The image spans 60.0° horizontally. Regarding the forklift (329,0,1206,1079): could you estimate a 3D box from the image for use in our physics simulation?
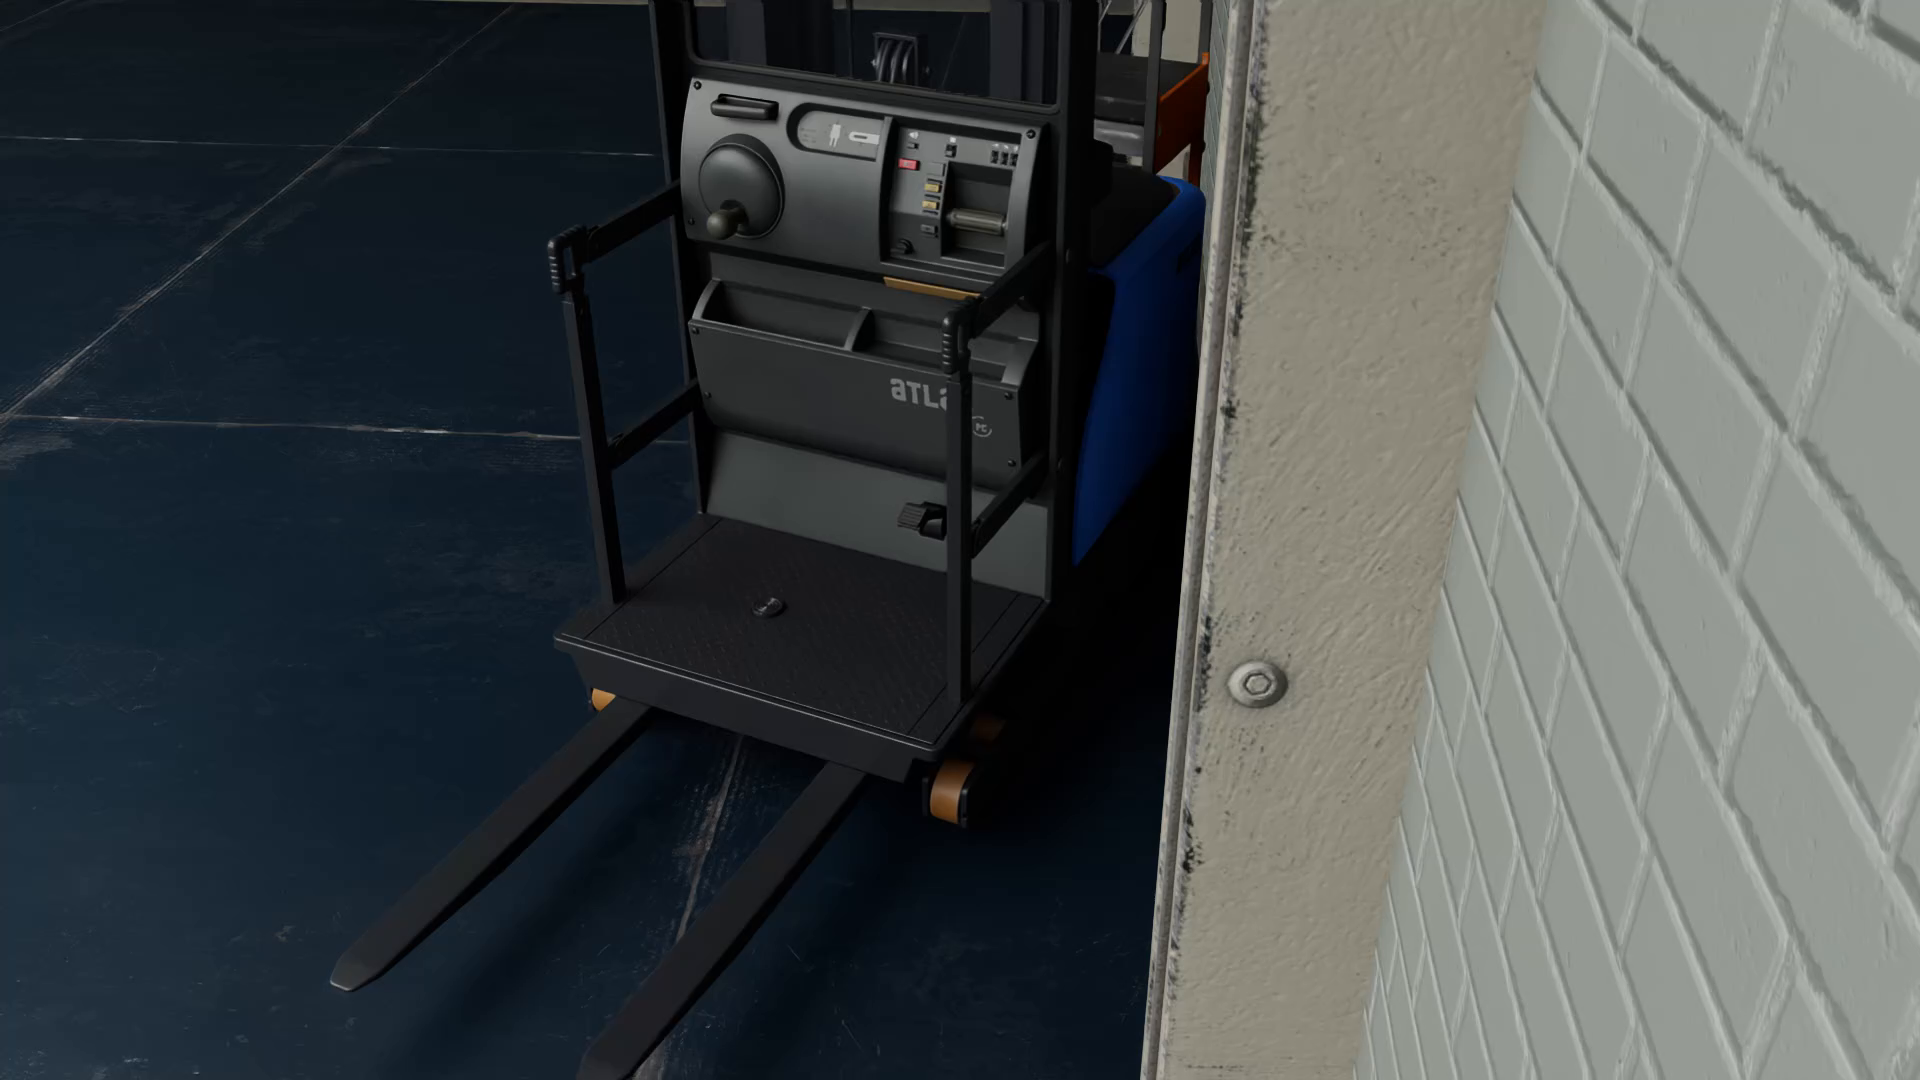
[{"bbox_3d":[-0.338,-0.807,3.765,1.130,2.935,3.031,14,34,21],"label":"forklift"}]

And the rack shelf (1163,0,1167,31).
[{"bbox_3d":[0.509,-1.860,4.958,0.431,0.518,0.480,14,34,21],"label":"rack shelf"}]

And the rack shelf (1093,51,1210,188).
[{"bbox_3d":[0.509,-1.264,5.326,0.431,0.518,0.480,14,34,21],"label":"rack shelf"}]

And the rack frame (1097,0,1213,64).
[{"bbox_3d":[0.613,-1.392,5.507,0.400,2.100,0.015,14,34,21],"label":"rack frame"}]

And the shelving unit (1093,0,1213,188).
[{"bbox_3d":[0.509,-1.276,5.319,0.431,2.100,0.503,14,34,21],"label":"shelving unit"}]

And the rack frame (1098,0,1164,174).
[{"bbox_3d":[0.406,-1.160,5.130,0.400,2.100,0.015,14,34,21],"label":"rack frame"}]

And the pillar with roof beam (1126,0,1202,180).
[{"bbox_3d":[-3.314,-5.853,6.170,9.100,9.000,0.400,2,32,4],"label":"pillar with roof beam"}]
